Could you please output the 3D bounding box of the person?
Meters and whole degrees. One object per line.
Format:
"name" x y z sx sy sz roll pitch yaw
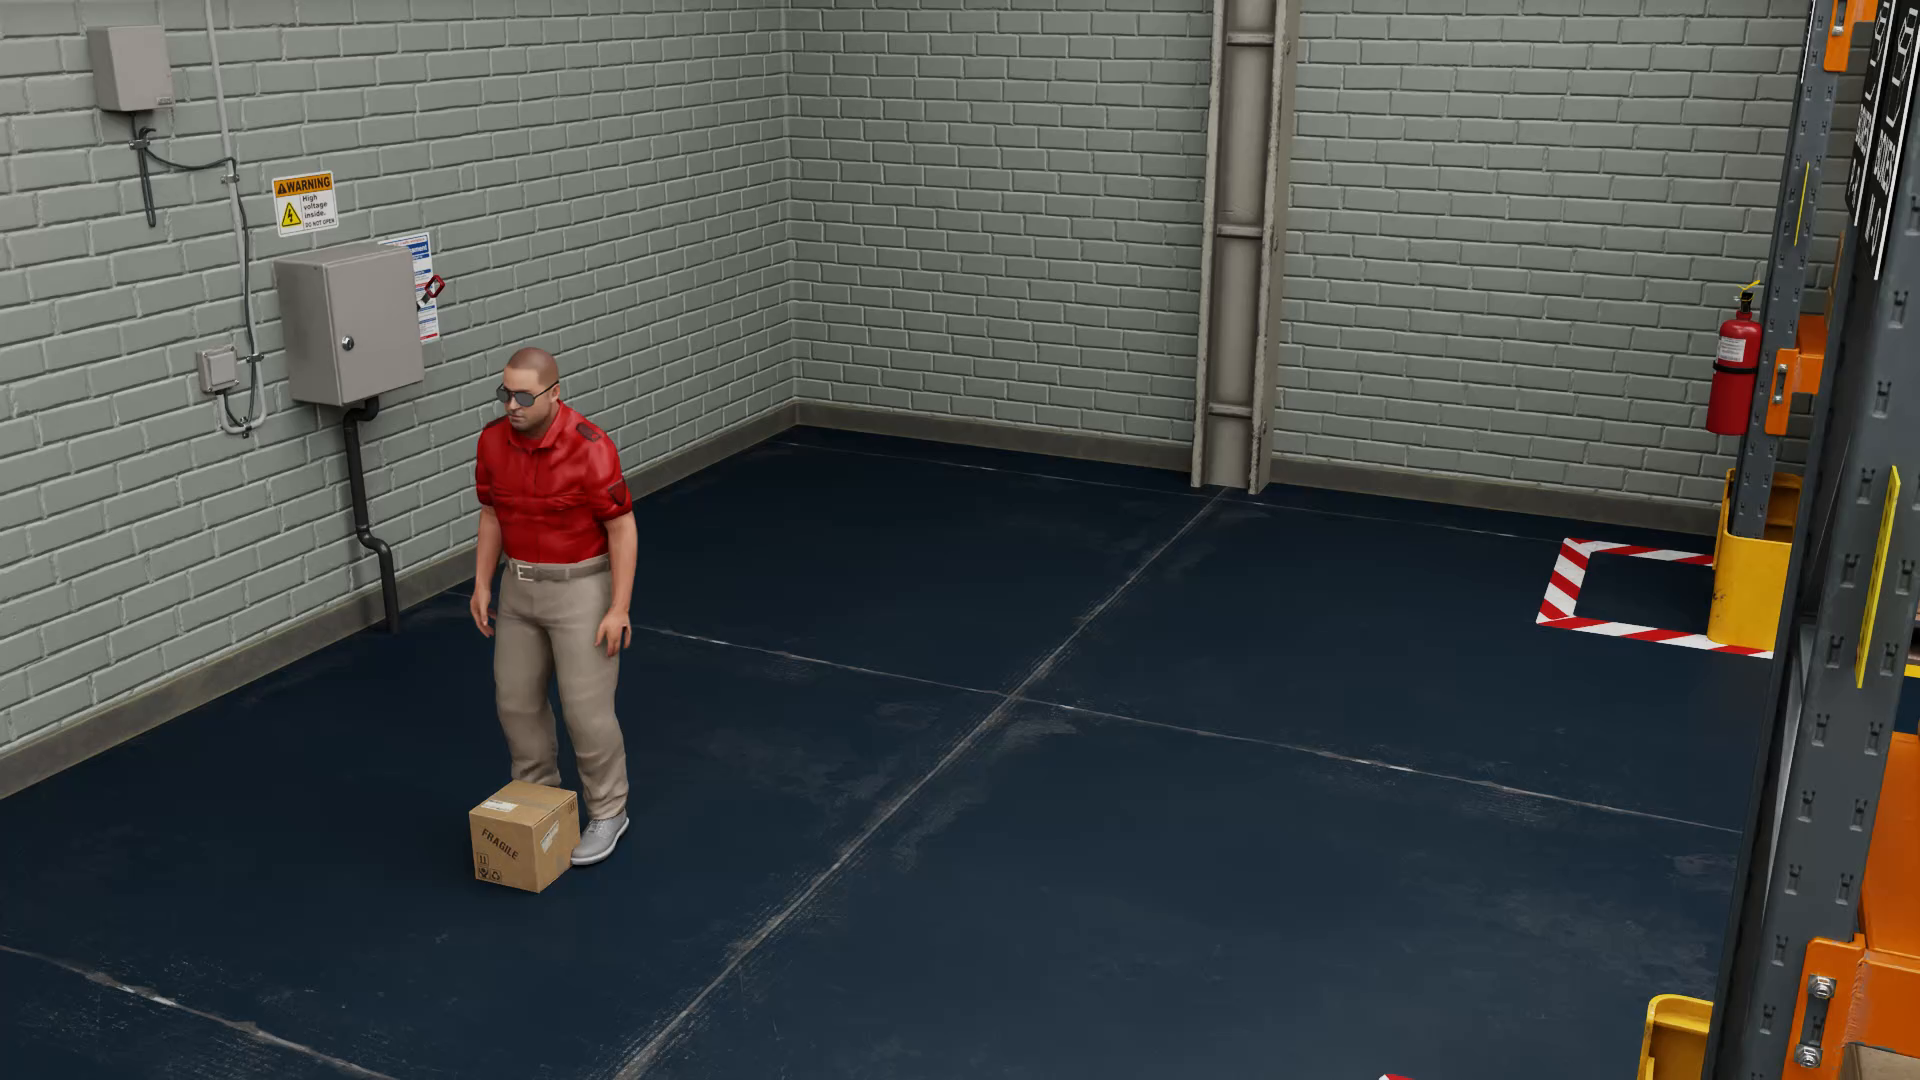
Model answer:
"person" -1.340 0.204 5.488 0.603 1.728 0.393 7 20 21
